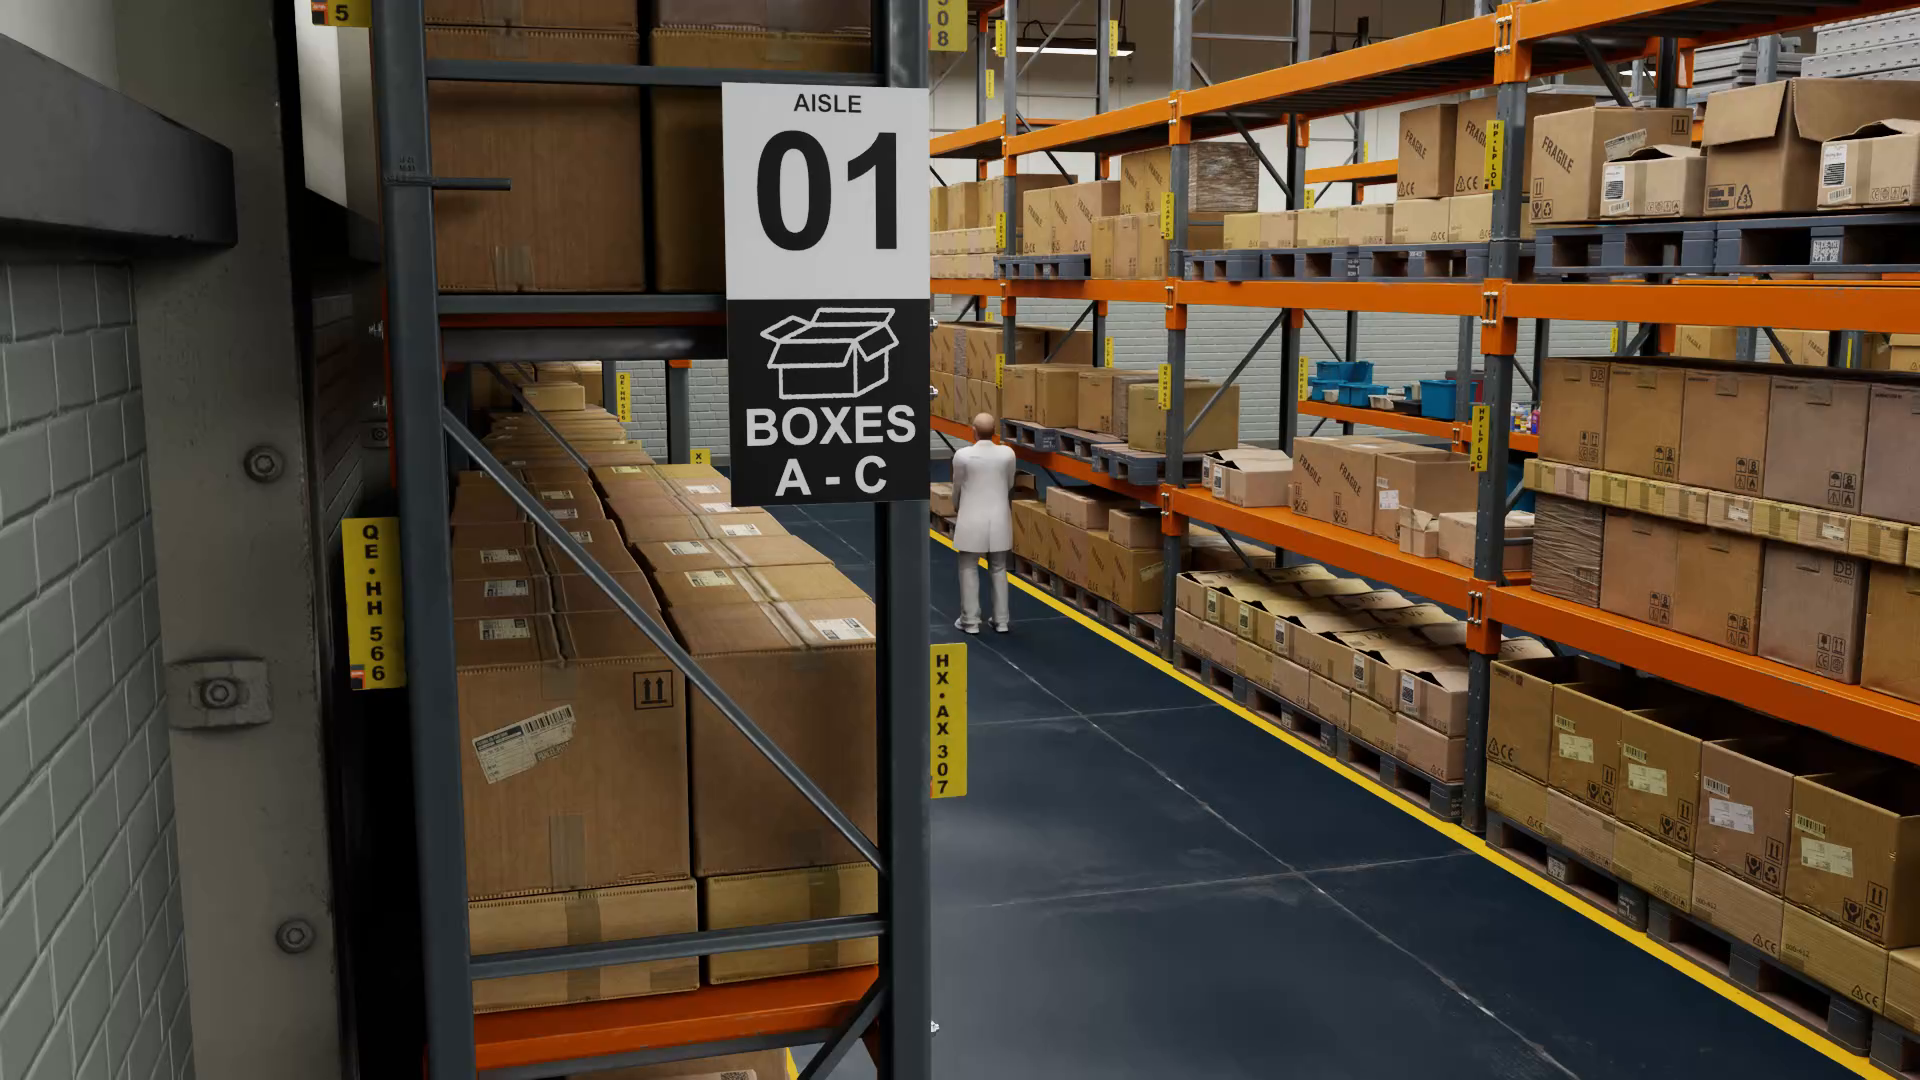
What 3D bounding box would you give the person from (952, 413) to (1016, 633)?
[{"bbox_3d":[0.159,-0.156,13.412,0.529,1.770,0.563,-2,9,-15],"label":"person"}]
